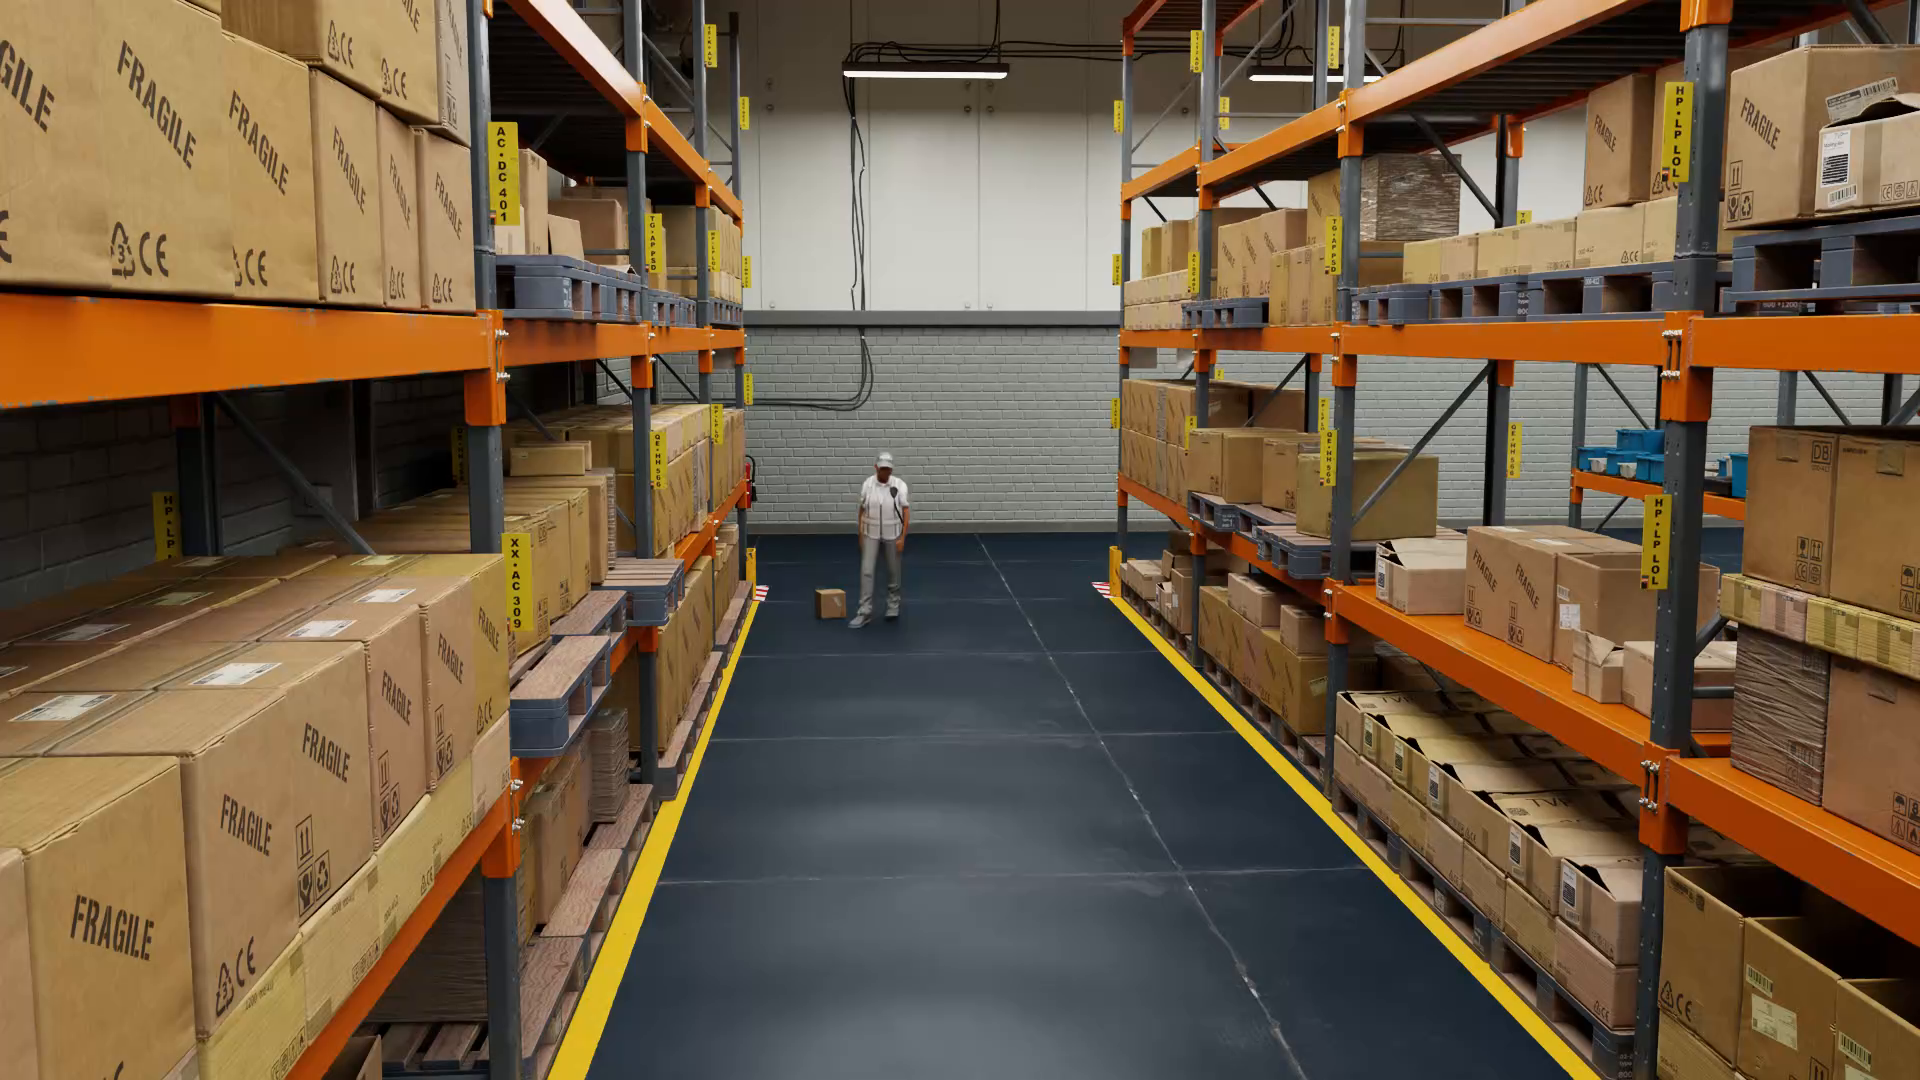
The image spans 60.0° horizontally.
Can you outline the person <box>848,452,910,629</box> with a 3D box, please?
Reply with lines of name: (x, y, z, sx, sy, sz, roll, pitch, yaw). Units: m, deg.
person: (-0.764, -0.025, 15.901, 0.572, 1.639, 0.822, 0, 7, 1)
